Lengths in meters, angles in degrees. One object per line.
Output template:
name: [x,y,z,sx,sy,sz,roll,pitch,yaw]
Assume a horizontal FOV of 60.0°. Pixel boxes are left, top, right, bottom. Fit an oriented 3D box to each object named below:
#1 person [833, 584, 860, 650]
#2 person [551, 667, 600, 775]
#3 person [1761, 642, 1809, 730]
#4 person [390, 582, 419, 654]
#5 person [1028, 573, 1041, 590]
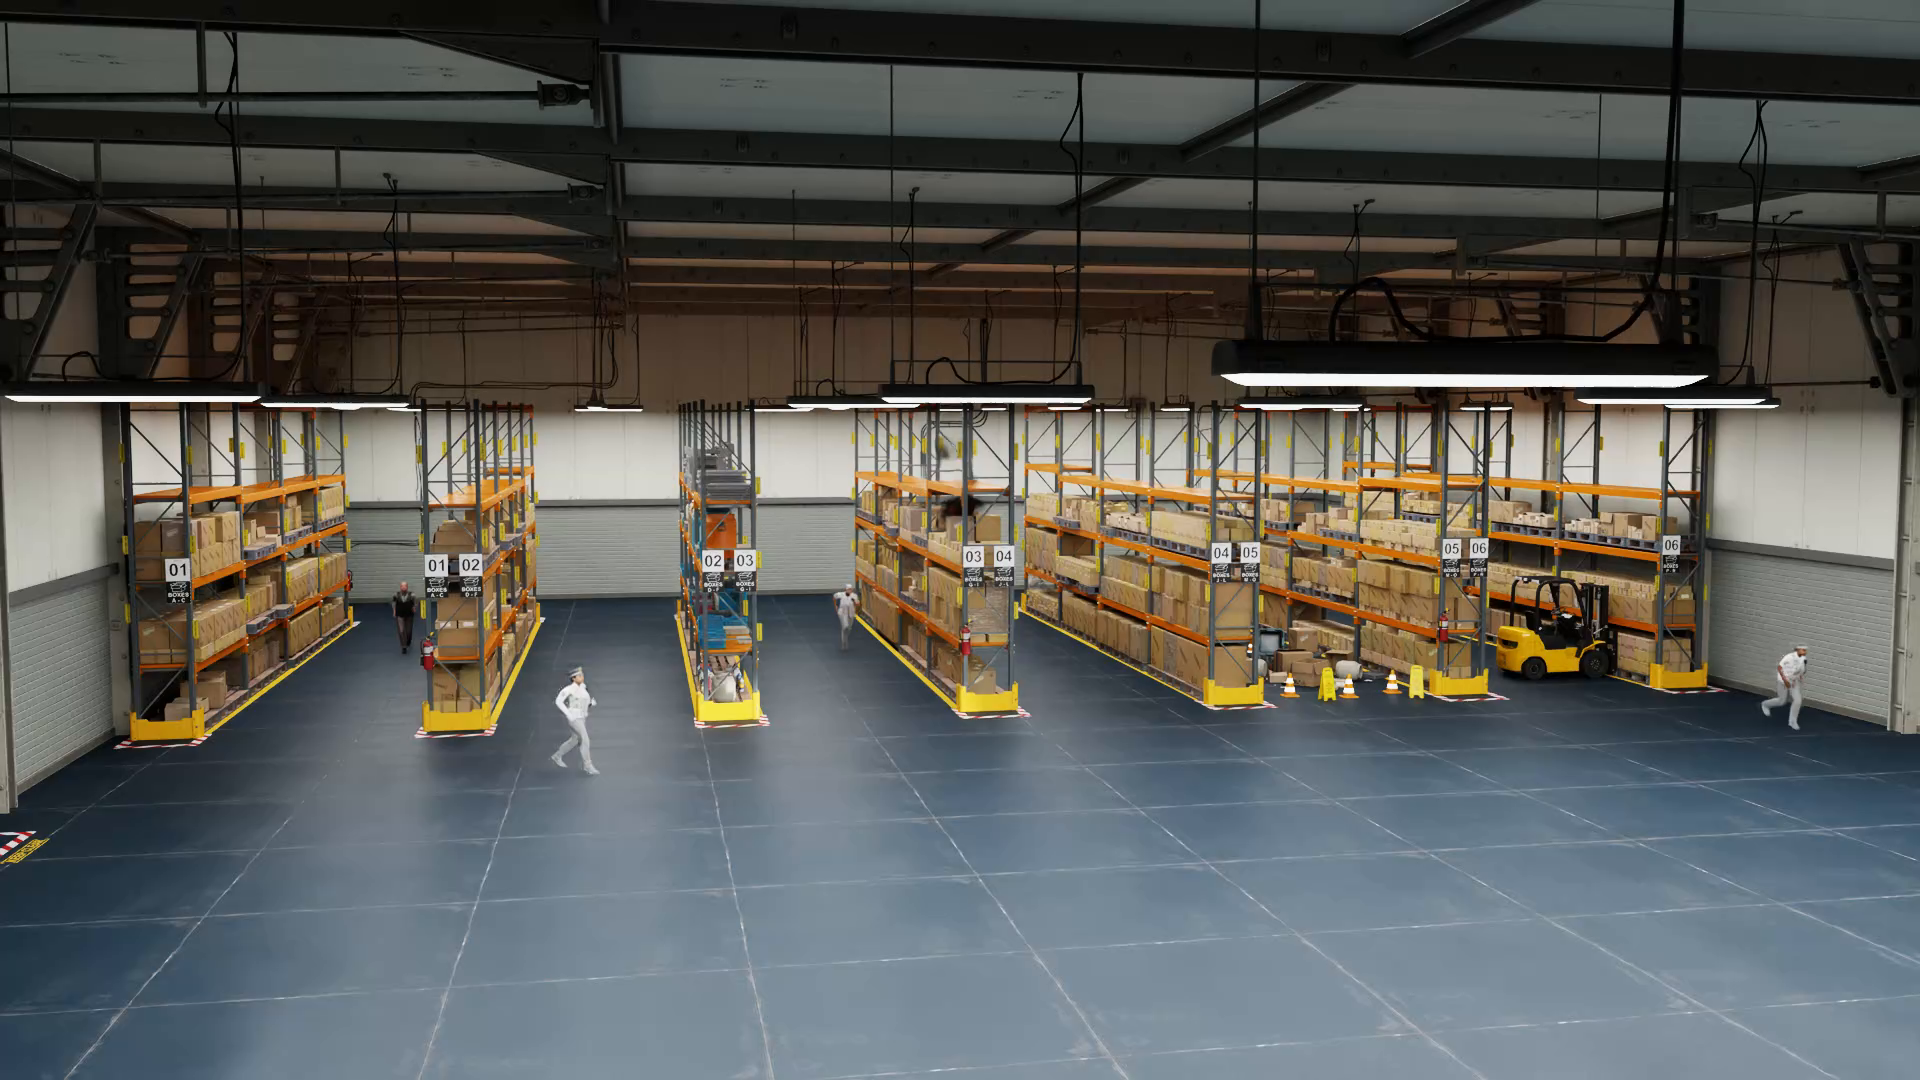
person: [-2.767,1.857,40.478,0.594,1.613,0.877,-2,5,-21]
person: [-6.138,2.872,26.581,0.867,1.722,0.597,1,4,15]
person: [15.190,2.640,30.604,0.587,1.630,0.926,-2,5,-26]
person: [-13.404,1.855,40.144,0.645,1.709,0.840,-1,5,-18]
person: [2.256,1.089,50.011,0.636,1.728,0.735,1,4,17]
